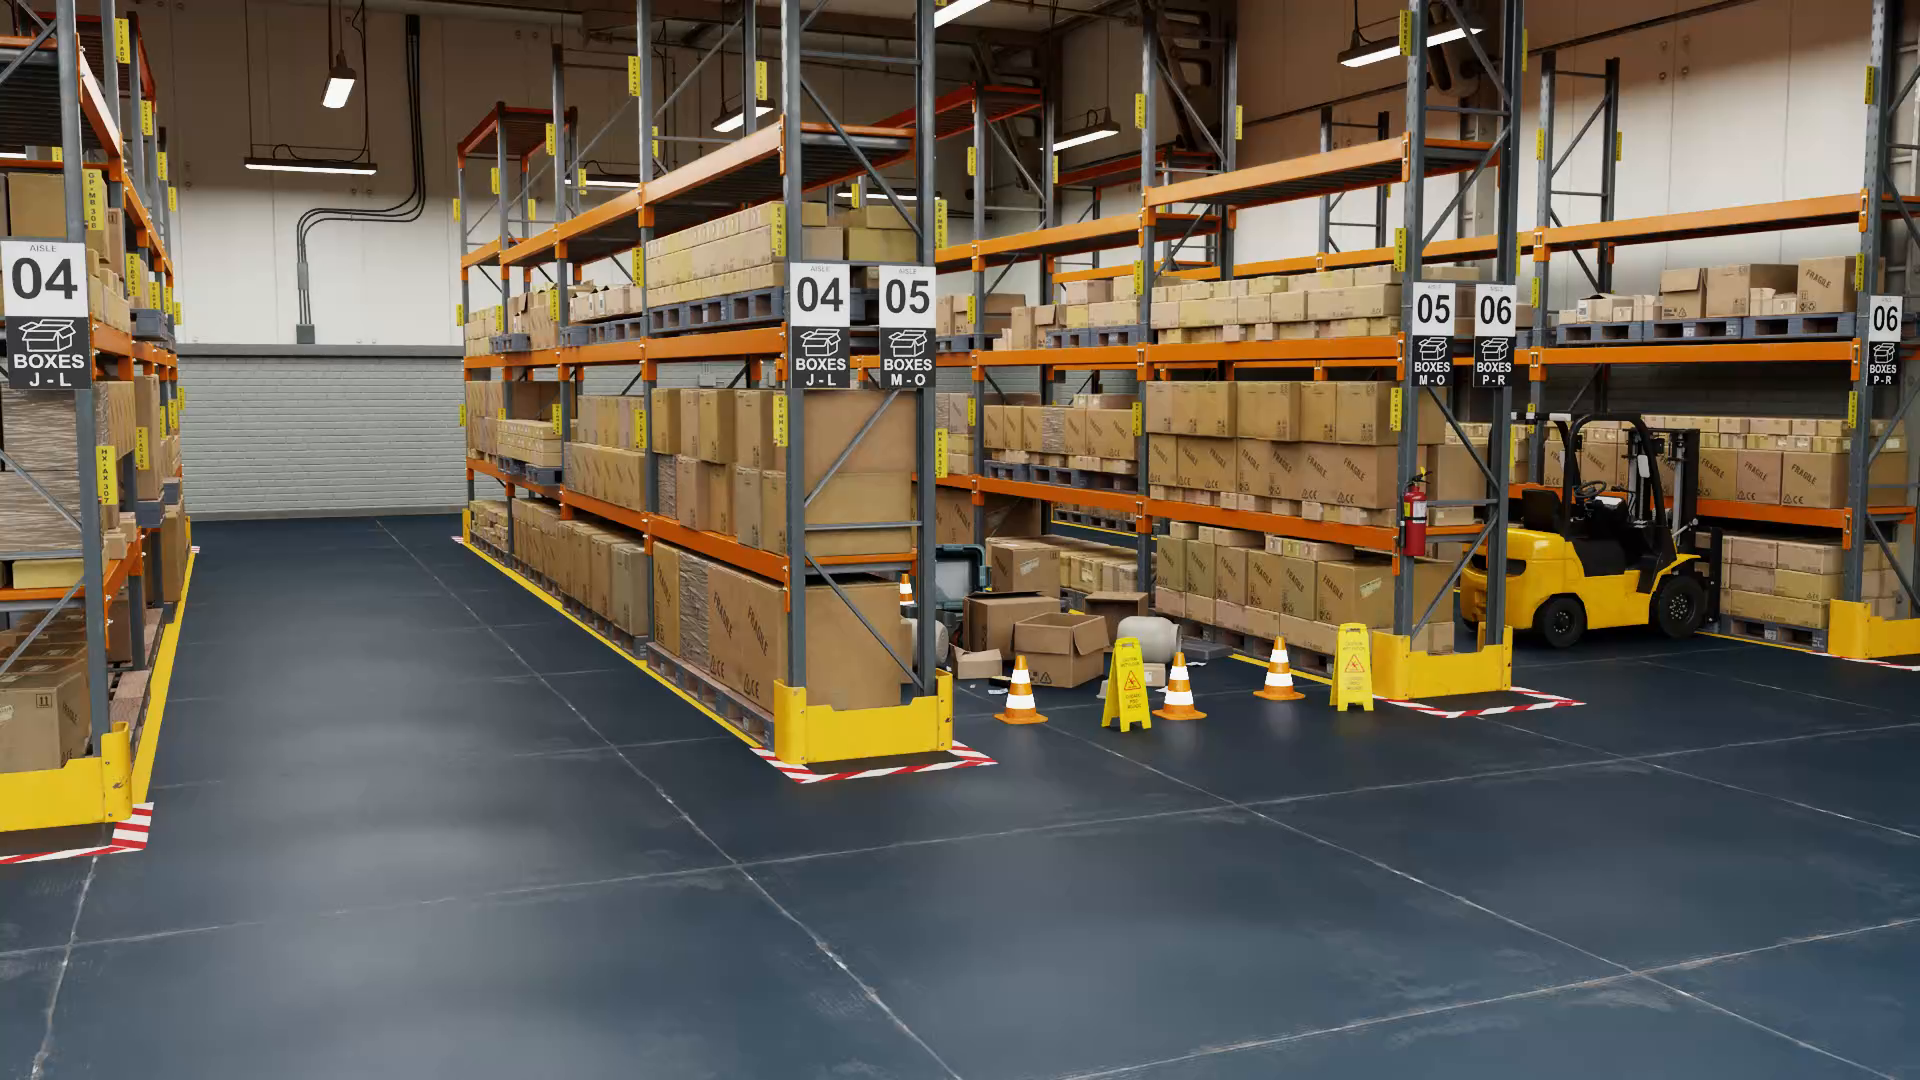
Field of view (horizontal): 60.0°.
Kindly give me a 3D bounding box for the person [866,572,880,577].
[{"bbox_3d":[-0.934,-0.017,17.148,0.416,1.671,0.502,-3,6,-26],"label":"person"}]
